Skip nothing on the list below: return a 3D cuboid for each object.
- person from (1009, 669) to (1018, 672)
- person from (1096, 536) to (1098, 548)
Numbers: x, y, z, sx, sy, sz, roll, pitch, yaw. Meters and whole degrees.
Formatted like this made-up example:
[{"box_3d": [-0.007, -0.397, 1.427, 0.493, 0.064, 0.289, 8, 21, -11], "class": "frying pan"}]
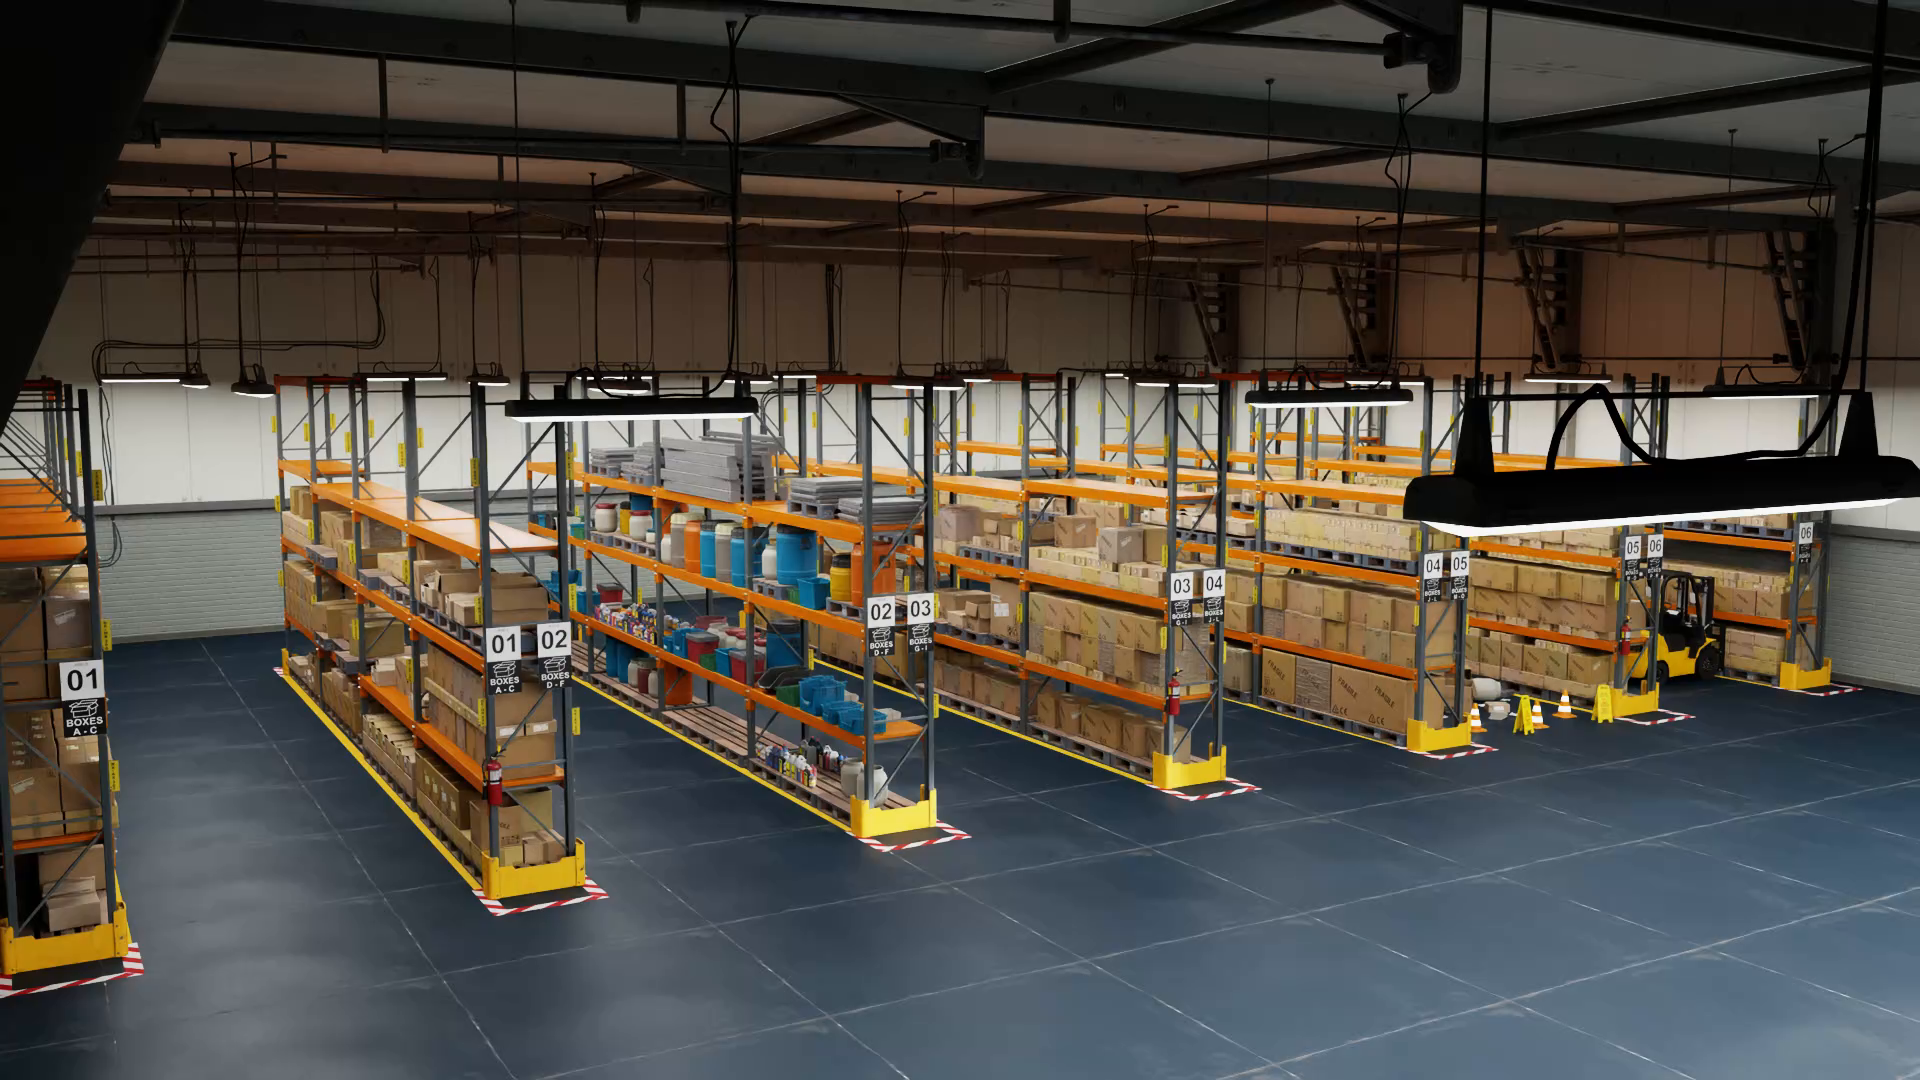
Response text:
[{"box_3d": [1.086, 1.947, 32.027, 0.569, 1.790, 0.529, -3, 7, -24], "class": "person"}, {"box_3d": [3.673, 0.340, 46.623, 0.572, 1.798, 0.453, 6, 8, 42], "class": "person"}]
